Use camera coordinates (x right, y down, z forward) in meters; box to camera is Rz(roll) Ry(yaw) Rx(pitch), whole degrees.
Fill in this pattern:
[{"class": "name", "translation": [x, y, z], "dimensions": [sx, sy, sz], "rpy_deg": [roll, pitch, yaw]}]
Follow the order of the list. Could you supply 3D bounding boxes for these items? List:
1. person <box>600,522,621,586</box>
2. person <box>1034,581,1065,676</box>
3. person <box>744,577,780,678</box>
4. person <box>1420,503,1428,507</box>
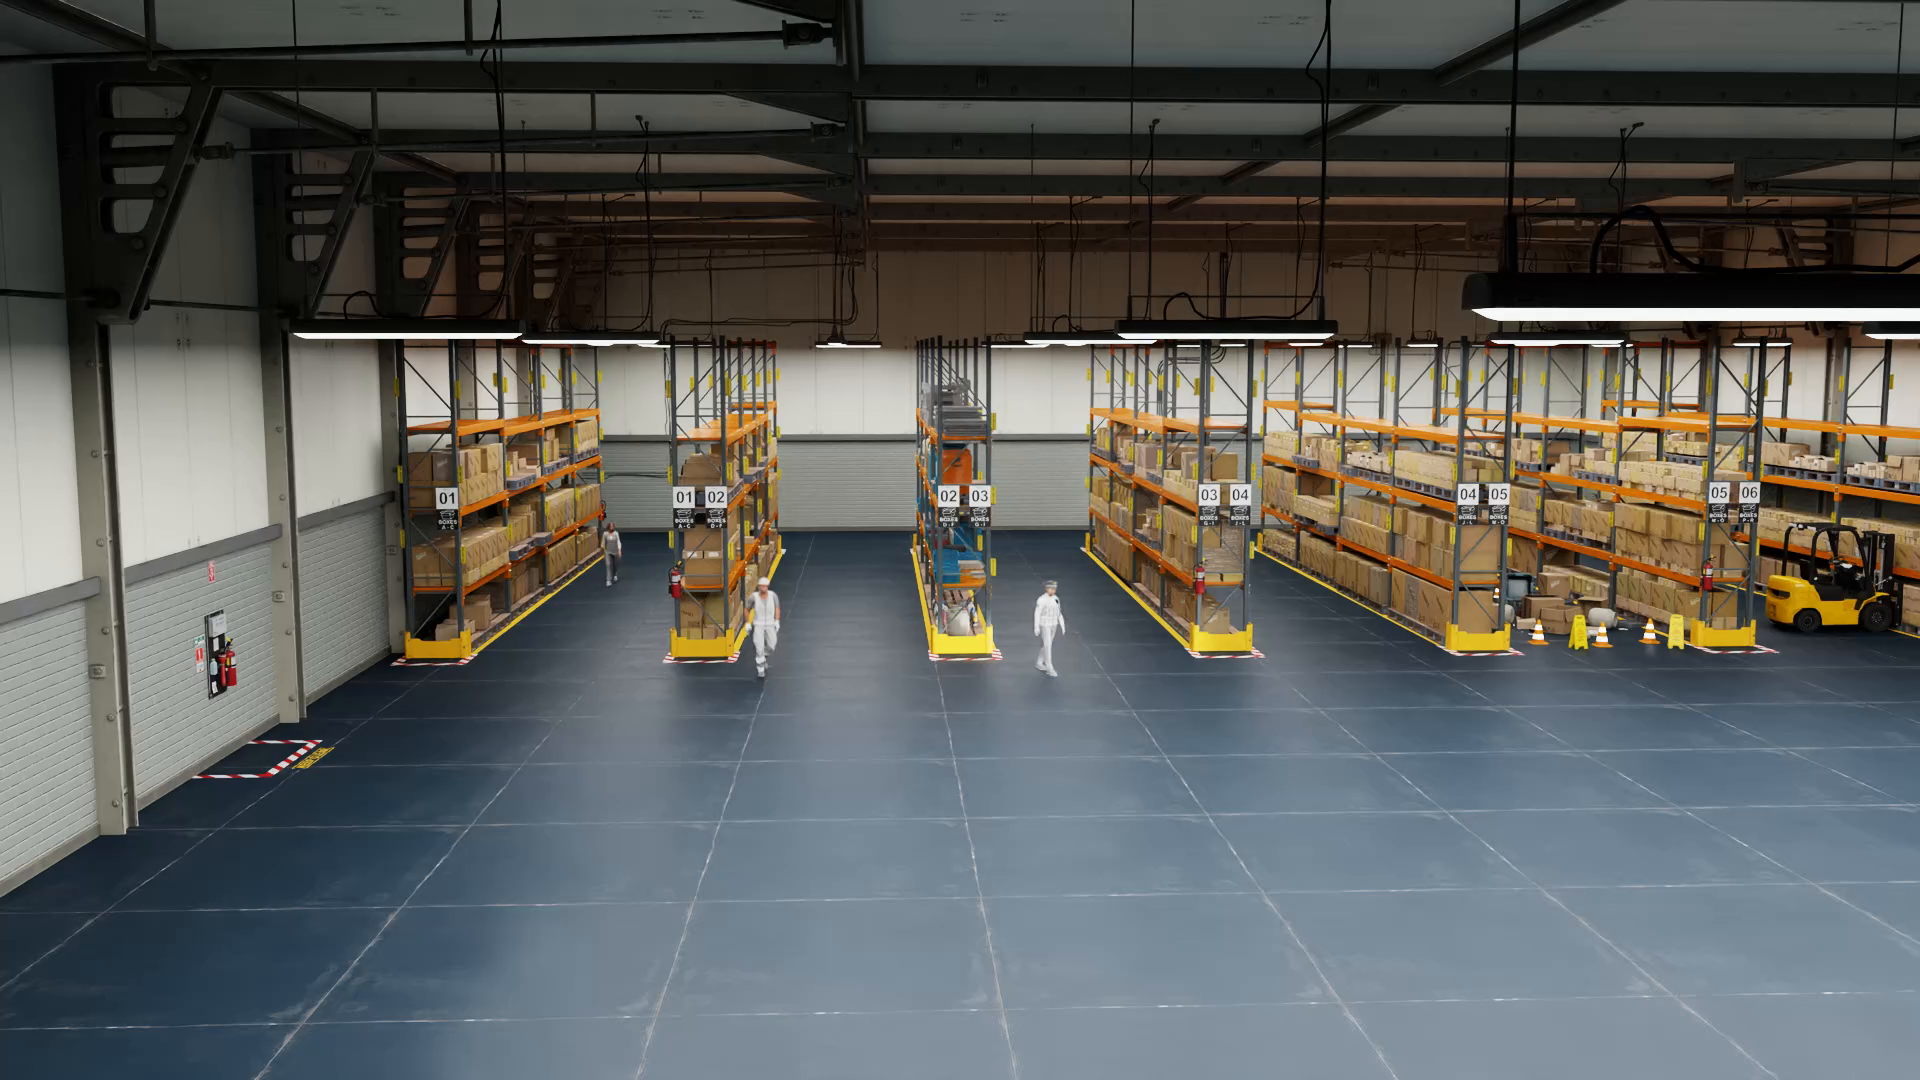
[{"class": "person", "translation": [-8.565, 0.328, 40.776], "dimensions": [0.513, 1.505, 1.009], "rpy_deg": [-1, 7, -11]}, {"class": "person", "translation": [1.598, 1.542, 29.568], "dimensions": [0.534, 1.636, 0.809], "rpy_deg": [-5, 8, -40]}, {"class": "person", "translation": [-3.519, 1.514, 29.451], "dimensions": [0.628, 1.766, 0.687], "rpy_deg": [-3, 7, -22]}, {"class": "person", "translation": [12.545, -0.201, 44.774], "dimensions": [0.452, 1.650, 0.521], "rpy_deg": [-5, 8, -36]}]
